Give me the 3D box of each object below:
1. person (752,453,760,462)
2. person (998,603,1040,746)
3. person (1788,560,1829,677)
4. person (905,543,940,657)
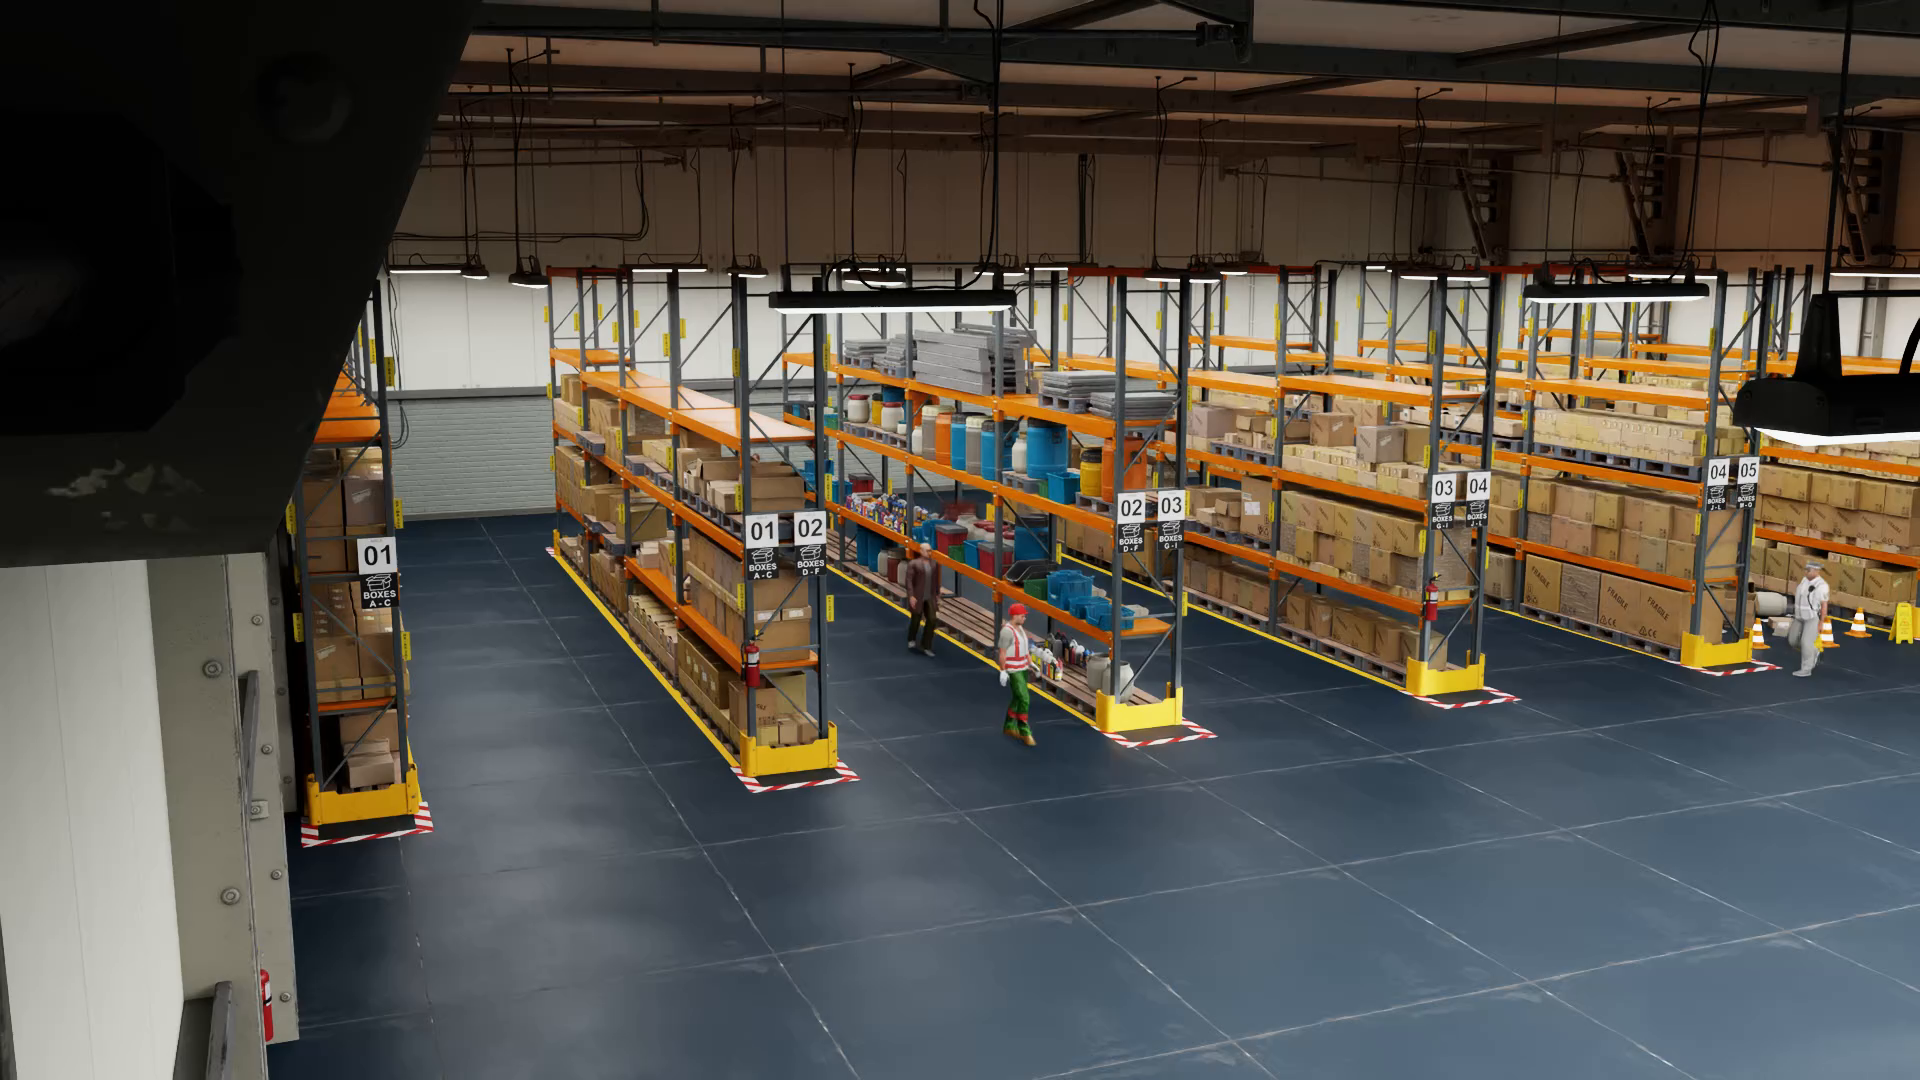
[{"bbox_3d":[-4.861,-1.304,39.520,0.415,1.551,0.879,-1,10,-4],"label":"person"},{"bbox_3d":[0.805,1.742,21.631,0.586,1.837,0.566,5,11,25],"label":"person"},{"bbox_3d":[12.761,1.149,24.890,0.688,1.746,0.543,-4,11,-22],"label":"person"},{"bbox_3d":[-0.580,0.941,26.378,0.682,1.821,0.750,-6,11,-29],"label":"person"}]
